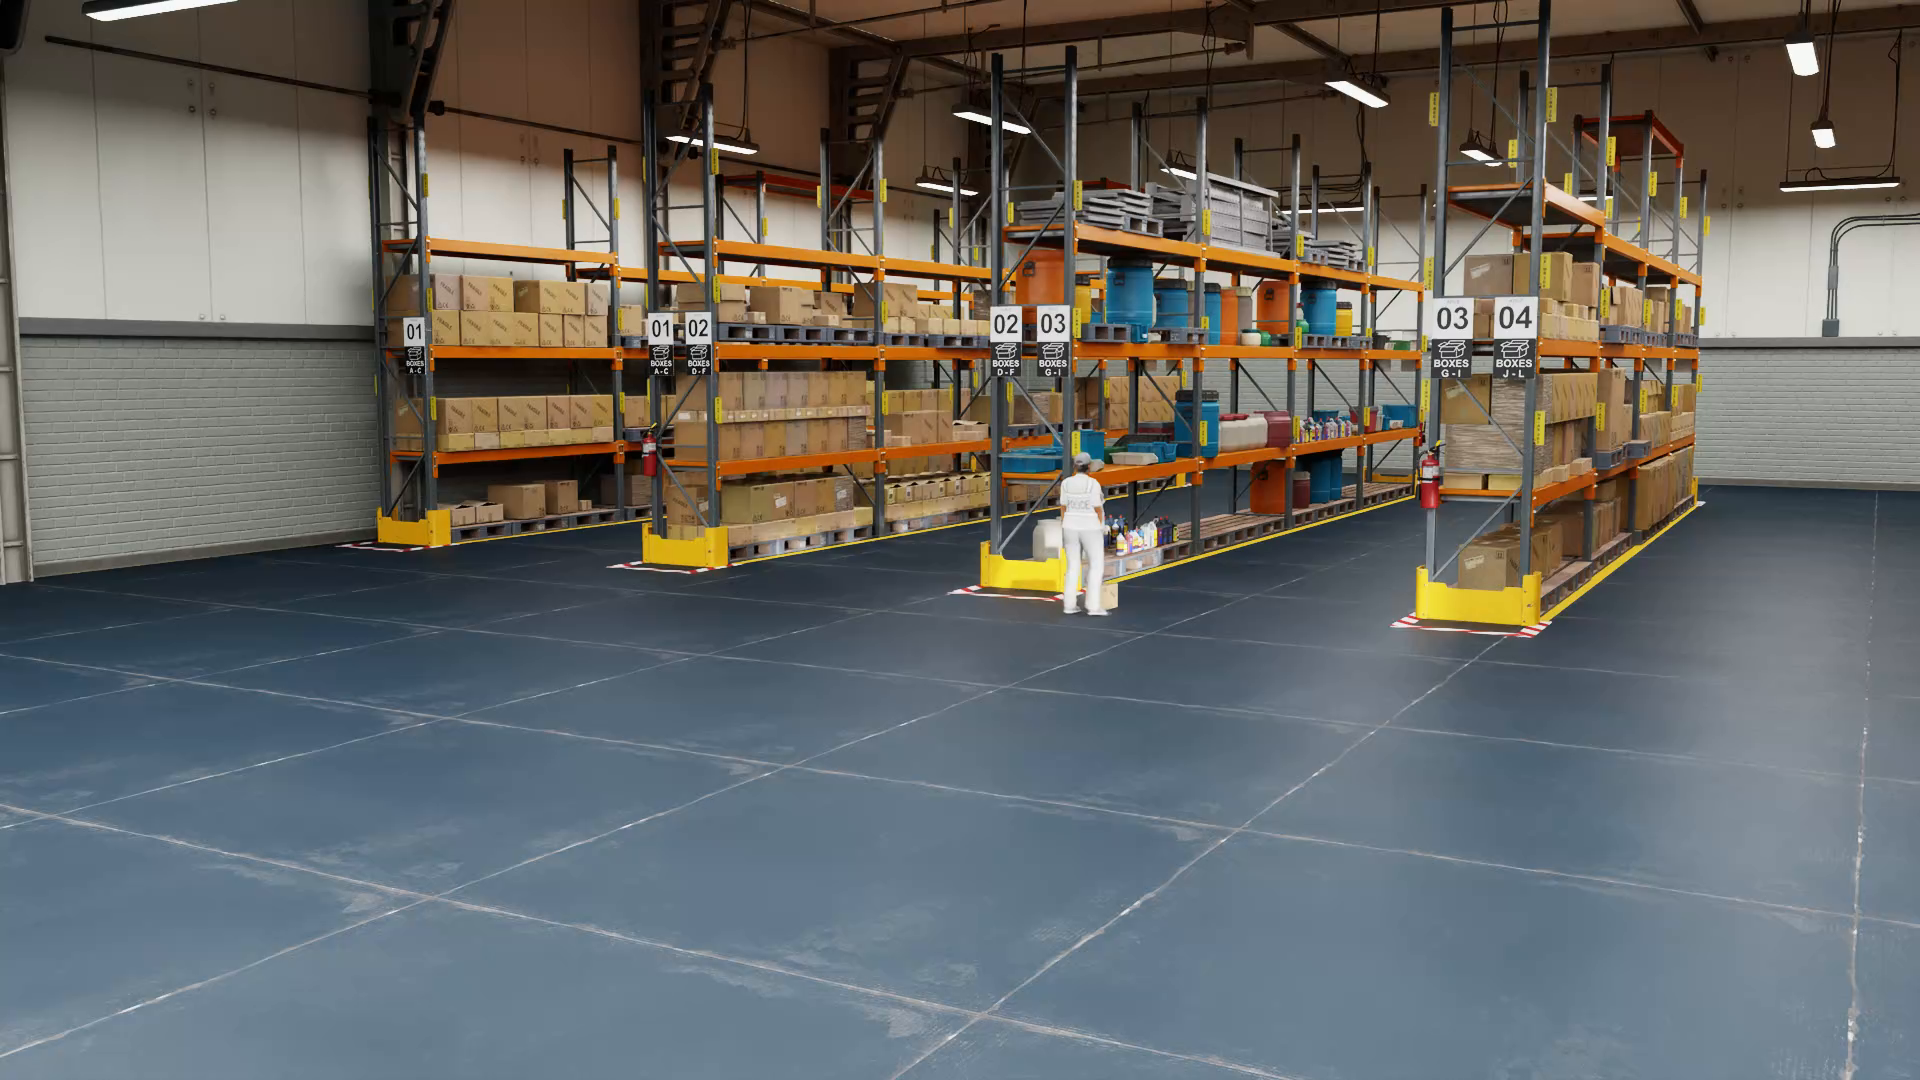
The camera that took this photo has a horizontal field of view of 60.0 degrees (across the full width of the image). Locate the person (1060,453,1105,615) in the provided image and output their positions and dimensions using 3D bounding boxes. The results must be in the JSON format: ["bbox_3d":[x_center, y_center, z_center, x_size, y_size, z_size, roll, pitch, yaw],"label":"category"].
[{"bbox_3d":[1.254,-0.066,17.025,0.468,1.659,0.391,3,7,30],"label":"person"}]
